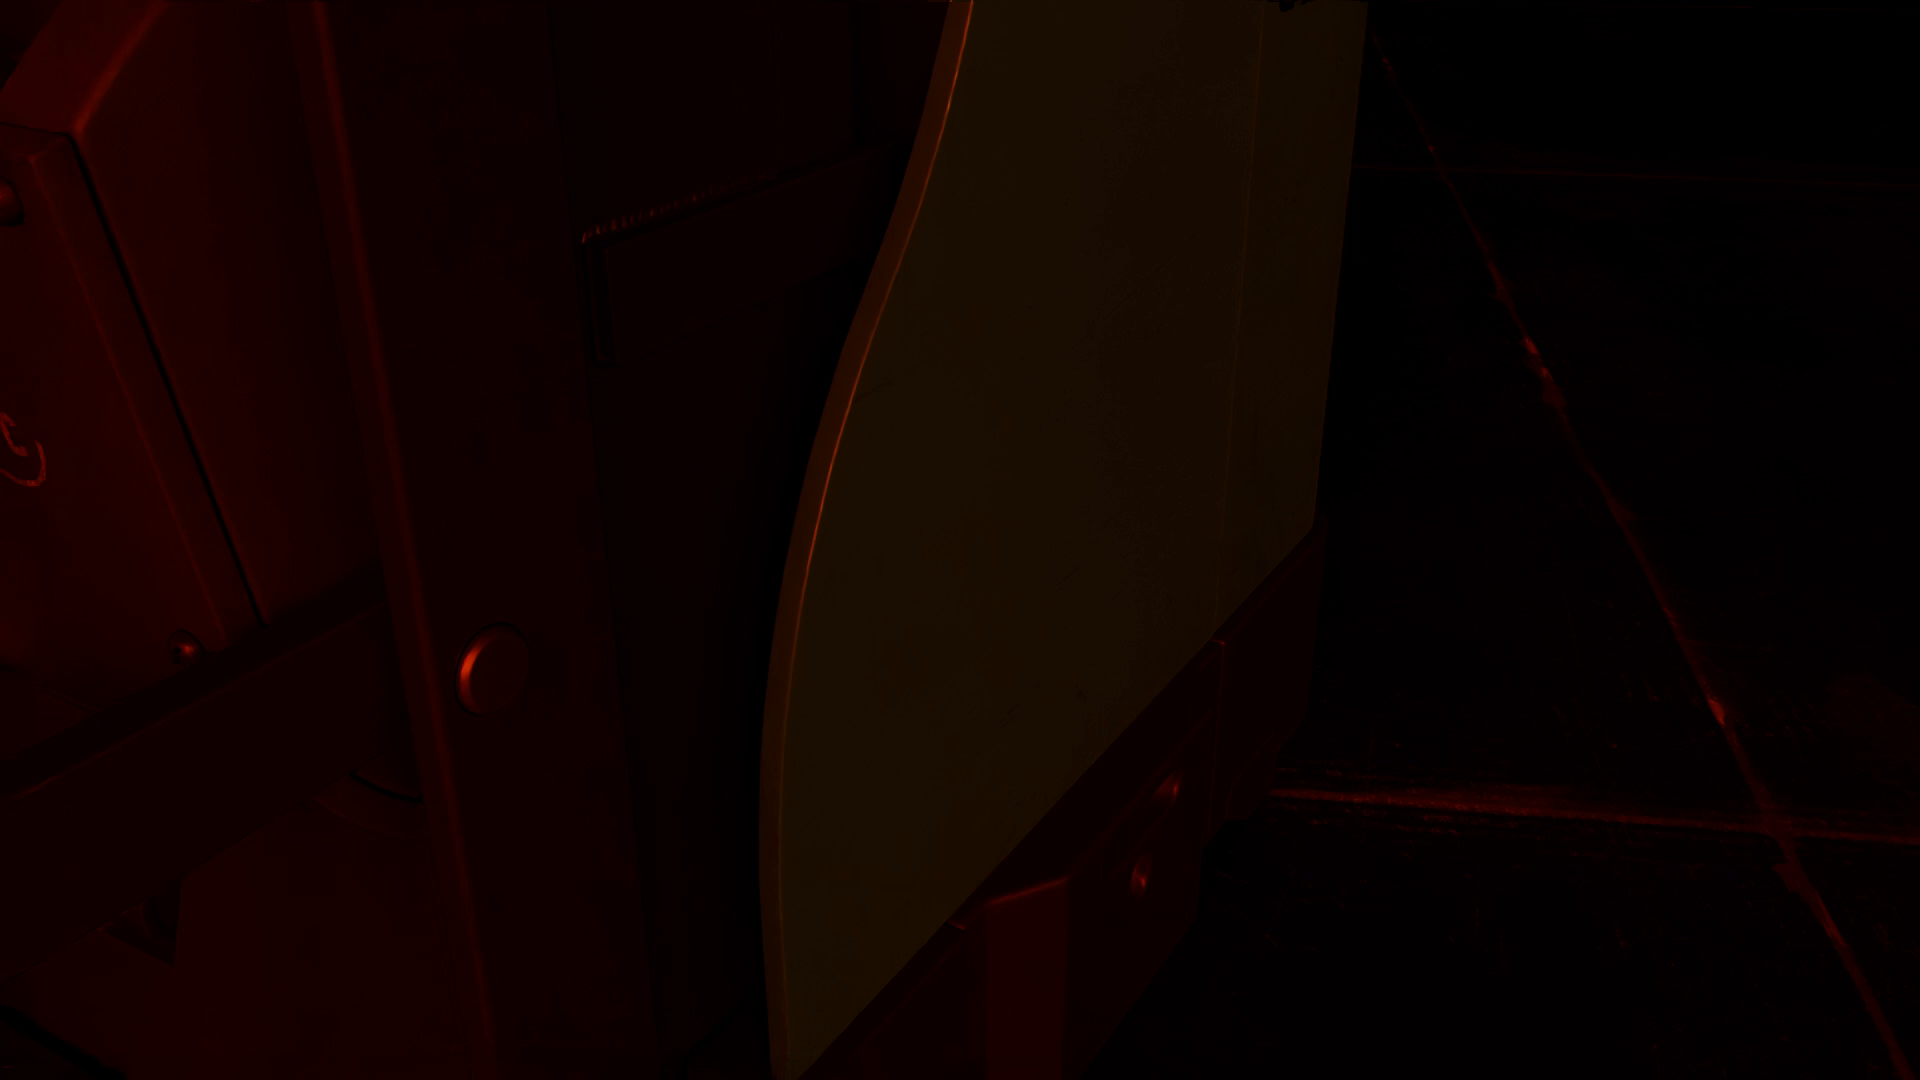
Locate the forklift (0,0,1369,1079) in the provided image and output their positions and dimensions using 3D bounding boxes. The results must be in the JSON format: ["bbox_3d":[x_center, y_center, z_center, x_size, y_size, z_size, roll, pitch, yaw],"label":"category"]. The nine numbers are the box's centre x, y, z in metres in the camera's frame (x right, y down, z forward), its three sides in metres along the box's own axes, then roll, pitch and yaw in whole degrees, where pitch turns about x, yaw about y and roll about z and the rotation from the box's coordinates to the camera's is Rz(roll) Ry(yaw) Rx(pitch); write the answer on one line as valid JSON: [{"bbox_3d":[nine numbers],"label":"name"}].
[{"bbox_3d":[-0.782,-0.620,0.459,1.130,2.935,3.031,15,30,27],"label":"forklift"}]
